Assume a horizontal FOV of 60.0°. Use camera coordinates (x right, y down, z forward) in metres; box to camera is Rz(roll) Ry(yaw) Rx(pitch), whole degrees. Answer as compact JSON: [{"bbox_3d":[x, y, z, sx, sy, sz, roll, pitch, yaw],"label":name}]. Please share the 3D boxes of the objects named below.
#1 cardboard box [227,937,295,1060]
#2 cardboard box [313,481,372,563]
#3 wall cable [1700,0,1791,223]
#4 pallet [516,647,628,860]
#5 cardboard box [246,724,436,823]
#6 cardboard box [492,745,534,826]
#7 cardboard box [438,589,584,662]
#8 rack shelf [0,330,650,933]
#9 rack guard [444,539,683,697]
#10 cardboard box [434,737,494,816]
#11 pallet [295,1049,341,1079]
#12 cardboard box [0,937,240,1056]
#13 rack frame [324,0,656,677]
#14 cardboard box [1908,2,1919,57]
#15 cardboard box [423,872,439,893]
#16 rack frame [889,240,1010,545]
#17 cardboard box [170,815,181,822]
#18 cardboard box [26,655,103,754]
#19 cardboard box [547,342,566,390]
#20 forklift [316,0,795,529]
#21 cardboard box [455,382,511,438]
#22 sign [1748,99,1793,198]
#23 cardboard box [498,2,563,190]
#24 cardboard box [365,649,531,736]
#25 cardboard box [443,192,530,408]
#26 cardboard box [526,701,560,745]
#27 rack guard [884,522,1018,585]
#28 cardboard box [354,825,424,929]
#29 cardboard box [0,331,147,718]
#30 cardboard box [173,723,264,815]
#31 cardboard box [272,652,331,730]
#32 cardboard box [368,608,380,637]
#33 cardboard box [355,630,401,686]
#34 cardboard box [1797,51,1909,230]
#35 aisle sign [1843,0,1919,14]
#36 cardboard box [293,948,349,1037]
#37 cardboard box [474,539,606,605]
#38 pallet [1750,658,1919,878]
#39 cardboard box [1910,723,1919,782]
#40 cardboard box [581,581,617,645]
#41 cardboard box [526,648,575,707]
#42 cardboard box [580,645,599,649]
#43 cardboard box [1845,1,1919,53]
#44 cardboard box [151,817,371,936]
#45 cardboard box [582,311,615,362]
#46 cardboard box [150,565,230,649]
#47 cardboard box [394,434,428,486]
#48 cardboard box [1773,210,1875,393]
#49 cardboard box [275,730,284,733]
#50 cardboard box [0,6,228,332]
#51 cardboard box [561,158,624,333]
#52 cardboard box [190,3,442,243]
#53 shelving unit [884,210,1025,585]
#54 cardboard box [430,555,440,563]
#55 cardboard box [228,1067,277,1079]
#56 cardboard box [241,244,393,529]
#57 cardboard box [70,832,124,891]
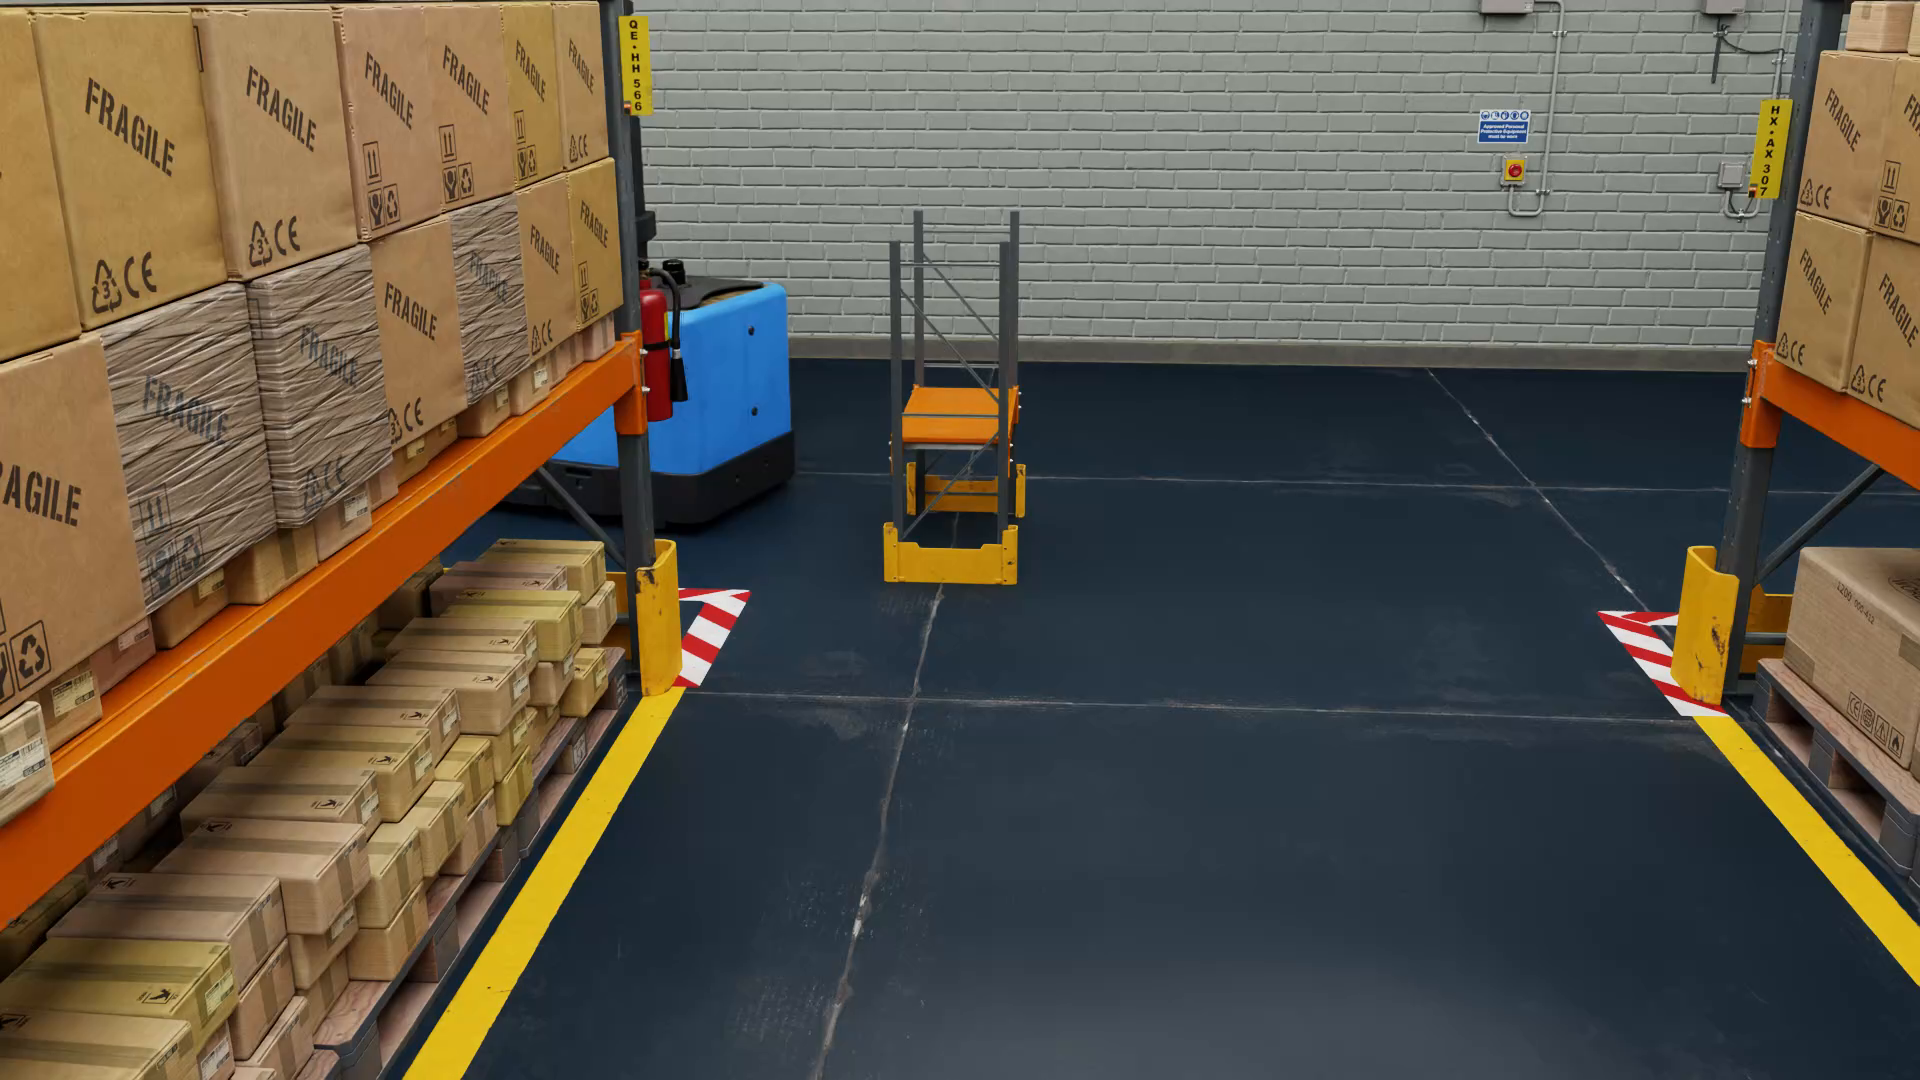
[{"bbox_3d":[-1.666,0.975,3.557,0.380,0.149,0.250,0,18,1],"label":"cardboard box"},{"bbox_3d":[-1.551,-0.064,3.704,0.380,0.149,0.250,2,18,6],"label":"cardboard box"},{"bbox_3d":[5.084,-3.062,10.820,0.588,1.984,0.122,1,18,4],"label":"wall cable"},{"bbox_3d":[-1.756,0.665,5.553,1.003,0.211,1.213,1,18,4],"label":"pallet"},{"bbox_3d":[-1.575,0.593,4.245,0.380,0.149,0.250,1,18,4],"label":"cardboard box"},{"bbox_3d":[-1.469,0.708,4.848,0.380,0.149,0.250,0,18,1],"label":"cardboard box"},{"bbox_3d":[-1.409,0.268,5.237,0.380,0.149,0.250,1,18,3],"label":"cardboard box"},{"bbox_3d":[-1.800,0.028,4.175,1.077,0.370,4.000,1,18,4],"label":"rack shelf"},{"bbox_3d":[-1.662,0.277,6.276,1.175,0.500,0.348,1,18,4],"label":"rack guard"},{"bbox_3d":[-1.507,0.651,4.545,0.380,0.149,0.250,2,18,7],"label":"cardboard box"},{"bbox_3d":[-1.931,1.423,3.241,1.003,0.211,1.213,1,18,4],"label":"pallet"},{"bbox_3d":[-1.664,0.914,3.266,0.380,0.149,0.250,1,18,3],"label":"cardboard box"},{"bbox_3d":[-1.657,-0.935,5.959,1.000,3.000,0.127,1,18,4],"label":"rack frame"},{"bbox_3d":[2.905,-1.421,4.636,0.380,0.149,0.250,2,18,6],"label":"cardboard box"},{"bbox_3d":[-1.602,0.870,4.356,0.380,0.149,0.250,2,18,5],"label":"cardboard box"},{"bbox_3d":[-0.043,-0.528,7.127,0.500,1.500,0.032,1,18,4],"label":"rack frame"},{"bbox_3d":[-2.014,0.728,4.309,0.380,0.149,0.250,2,18,7],"label":"cardboard box"},{"bbox_3d":[-1.652,0.264,2.703,0.380,0.149,0.250,2,18,6],"label":"cardboard box"},{"bbox_3d":[-1.456,-0.553,5.198,0.380,0.149,0.250,1,18,3],"label":"cardboard box"},{"bbox_3d":[-2.434,-1.724,8.477,3.031,2.935,1.130,7,20,22],"label":"forklift"},{"bbox_3d":[-1.500,-0.392,4.707,0.380,0.149,0.250,0,18,1],"label":"cardboard box"},{"bbox_3d":[2.735,-1.319,5.614,0.100,0.325,0.005,1,18,4],"label":"sign"},{"bbox_3d":[-1.478,-1.294,4.810,0.500,0.500,0.500,1,18,2],"label":"cardboard box"},{"bbox_3d":[-1.455,0.431,4.738,0.380,0.149,0.250,2,18,6],"label":"cardboard box"},{"bbox_3d":[-1.501,-0.661,4.484,0.500,0.500,0.500,1,18,4],"label":"cardboard box"},{"bbox_3d":[-1.509,0.551,5.329,0.380,0.149,0.250,1,18,4],"label":"cardboard box"},{"bbox_3d":[-0.041,0.060,7.340,0.587,0.250,0.087,1,18,4],"label":"rack guard"},{"bbox_3d":[-1.541,0.813,4.050,0.380,0.149,0.250,1,18,3],"label":"cardboard box"},{"bbox_3d":[-1.657,-0.030,2.558,0.500,0.500,0.500,1,18,3],"label":"cardboard box"},{"bbox_3d":[-2.030,0.582,4.278,0.380,0.149,0.250,1,18,4],"label":"cardboard box"},{"bbox_3d":[-2.043,0.421,4.769,0.380,0.149,0.250,2,18,6],"label":"cardboard box"},{"bbox_3d":[-2.079,0.256,5.272,0.380,0.149,0.250,1,18,4],"label":"cardboard box"},{"bbox_3d":[-1.956,0.398,5.318,0.380,0.149,0.250,2,18,5],"label":"cardboard box"},{"bbox_3d":[2.969,-1.236,5.111,0.500,0.500,0.500,1,18,3],"label":"cardboard box"},{"bbox_3d":[3.004,-2.120,5.401,0.394,0.787,0.004,1,18,4],"label":"aisle sign"},{"bbox_3d":[-1.659,1.031,3.862,0.380,0.149,0.250,1,18,2],"label":"cardboard box"},{"bbox_3d":[-1.442,0.108,5.726,0.380,0.149,0.250,1,18,5],"label":"cardboard box"},{"bbox_3d":[3.309,0.719,5.388,1.003,0.211,1.213,1,18,4],"label":"pallet"},{"bbox_3d":[3.283,0.654,4.551,0.875,0.438,0.875,2,18,5],"label":"cardboard box"},{"bbox_3d":[-1.410,0.249,5.771,0.380,0.149,0.250,1,18,2],"label":"cardboard box"},{"bbox_3d":[-1.445,0.411,5.279,0.380,0.149,0.250,1,18,2],"label":"cardboard box"},{"bbox_3d":[-1.486,0.388,5.824,0.380,0.149,0.250,2,18,5],"label":"cardboard box"},{"bbox_3d":[2.986,-1.583,5.128,0.380,0.149,0.250,2,18,5],"label":"cardboard box"},{"bbox_3d":[-1.569,0.755,3.750,0.380,0.149,0.250,2,18,5],"label":"cardboard box"},{"bbox_3d":[-1.398,-0.708,5.670,0.380,0.149,0.250,1,18,4],"label":"cardboard box"},{"bbox_3d":[-1.660,0.096,3.216,0.380,0.149,0.250,0,18,1],"label":"cardboard box"},{"bbox_3d":[-1.581,-0.227,4.202,0.380,0.149,0.250,2,18,5],"label":"cardboard box"},{"bbox_3d":[2.967,-0.761,5.266,0.500,0.500,0.500,1,18,3],"label":"cardboard box"},{"bbox_3d":[-2.006,0.560,4.824,0.380,0.149,0.250,0,18,1],"label":"cardboard box"},{"bbox_3d":[-1.646,-0.653,2.853,0.500,0.500,0.500,1,18,2],"label":"cardboard box"},{"bbox_3d":[-1.432,-0.978,5.454,0.500,0.500,0.500,2,18,5],"label":"cardboard box"},{"bbox_3d":[-1.541,-0.968,3.815,0.500,0.500,0.500,1,18,2],"label":"cardboard box"},{"bbox_3d":[-0.005,-0.689,7.617,0.587,1.500,1.083,1,18,4],"label":"shelving unit"},{"bbox_3d":[-2.033,0.093,5.771,0.380,0.149,0.250,0,18,1],"label":"cardboard box"},{"bbox_3d":[-1.612,1.196,3.361,0.380,0.149,0.250,1,18,4],"label":"cardboard box"},{"bbox_3d":[-1.556,-0.339,3.502,0.500,0.500,0.500,1,18,3],"label":"cardboard box"},{"bbox_3d":[-2.164,0.741,3.793,0.380,0.149,0.250,0,18,1],"label":"cardboard box"}]
